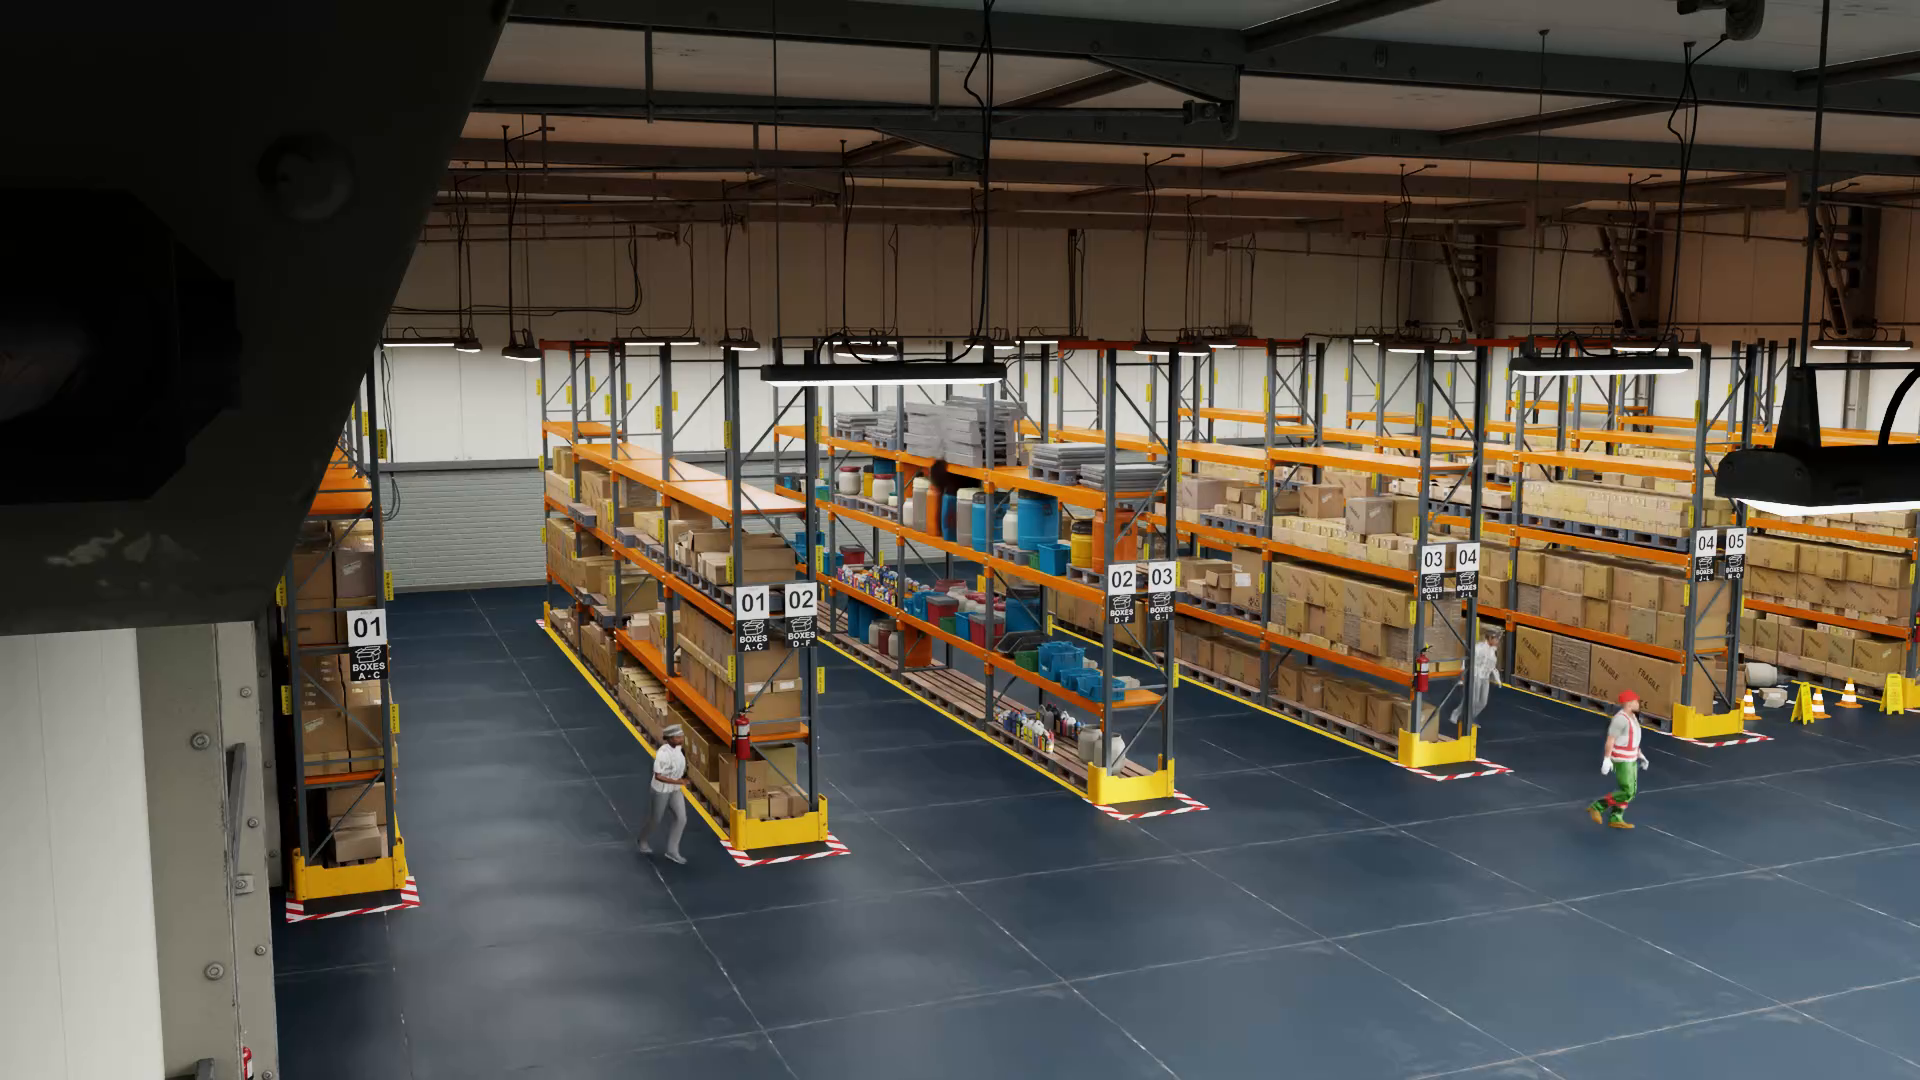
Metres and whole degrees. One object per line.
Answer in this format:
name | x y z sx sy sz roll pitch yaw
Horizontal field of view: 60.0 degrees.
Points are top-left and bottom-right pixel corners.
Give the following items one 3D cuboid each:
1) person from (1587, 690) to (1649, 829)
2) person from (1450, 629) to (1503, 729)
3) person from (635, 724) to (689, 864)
person | 8.256 2.759 20.854 0.584 1.740 0.764 6 9 37
person | 8.090 2.161 26.006 0.714 1.589 0.620 -5 9 -36
person | -3.549 2.976 19.711 0.763 1.679 0.556 5 9 33
